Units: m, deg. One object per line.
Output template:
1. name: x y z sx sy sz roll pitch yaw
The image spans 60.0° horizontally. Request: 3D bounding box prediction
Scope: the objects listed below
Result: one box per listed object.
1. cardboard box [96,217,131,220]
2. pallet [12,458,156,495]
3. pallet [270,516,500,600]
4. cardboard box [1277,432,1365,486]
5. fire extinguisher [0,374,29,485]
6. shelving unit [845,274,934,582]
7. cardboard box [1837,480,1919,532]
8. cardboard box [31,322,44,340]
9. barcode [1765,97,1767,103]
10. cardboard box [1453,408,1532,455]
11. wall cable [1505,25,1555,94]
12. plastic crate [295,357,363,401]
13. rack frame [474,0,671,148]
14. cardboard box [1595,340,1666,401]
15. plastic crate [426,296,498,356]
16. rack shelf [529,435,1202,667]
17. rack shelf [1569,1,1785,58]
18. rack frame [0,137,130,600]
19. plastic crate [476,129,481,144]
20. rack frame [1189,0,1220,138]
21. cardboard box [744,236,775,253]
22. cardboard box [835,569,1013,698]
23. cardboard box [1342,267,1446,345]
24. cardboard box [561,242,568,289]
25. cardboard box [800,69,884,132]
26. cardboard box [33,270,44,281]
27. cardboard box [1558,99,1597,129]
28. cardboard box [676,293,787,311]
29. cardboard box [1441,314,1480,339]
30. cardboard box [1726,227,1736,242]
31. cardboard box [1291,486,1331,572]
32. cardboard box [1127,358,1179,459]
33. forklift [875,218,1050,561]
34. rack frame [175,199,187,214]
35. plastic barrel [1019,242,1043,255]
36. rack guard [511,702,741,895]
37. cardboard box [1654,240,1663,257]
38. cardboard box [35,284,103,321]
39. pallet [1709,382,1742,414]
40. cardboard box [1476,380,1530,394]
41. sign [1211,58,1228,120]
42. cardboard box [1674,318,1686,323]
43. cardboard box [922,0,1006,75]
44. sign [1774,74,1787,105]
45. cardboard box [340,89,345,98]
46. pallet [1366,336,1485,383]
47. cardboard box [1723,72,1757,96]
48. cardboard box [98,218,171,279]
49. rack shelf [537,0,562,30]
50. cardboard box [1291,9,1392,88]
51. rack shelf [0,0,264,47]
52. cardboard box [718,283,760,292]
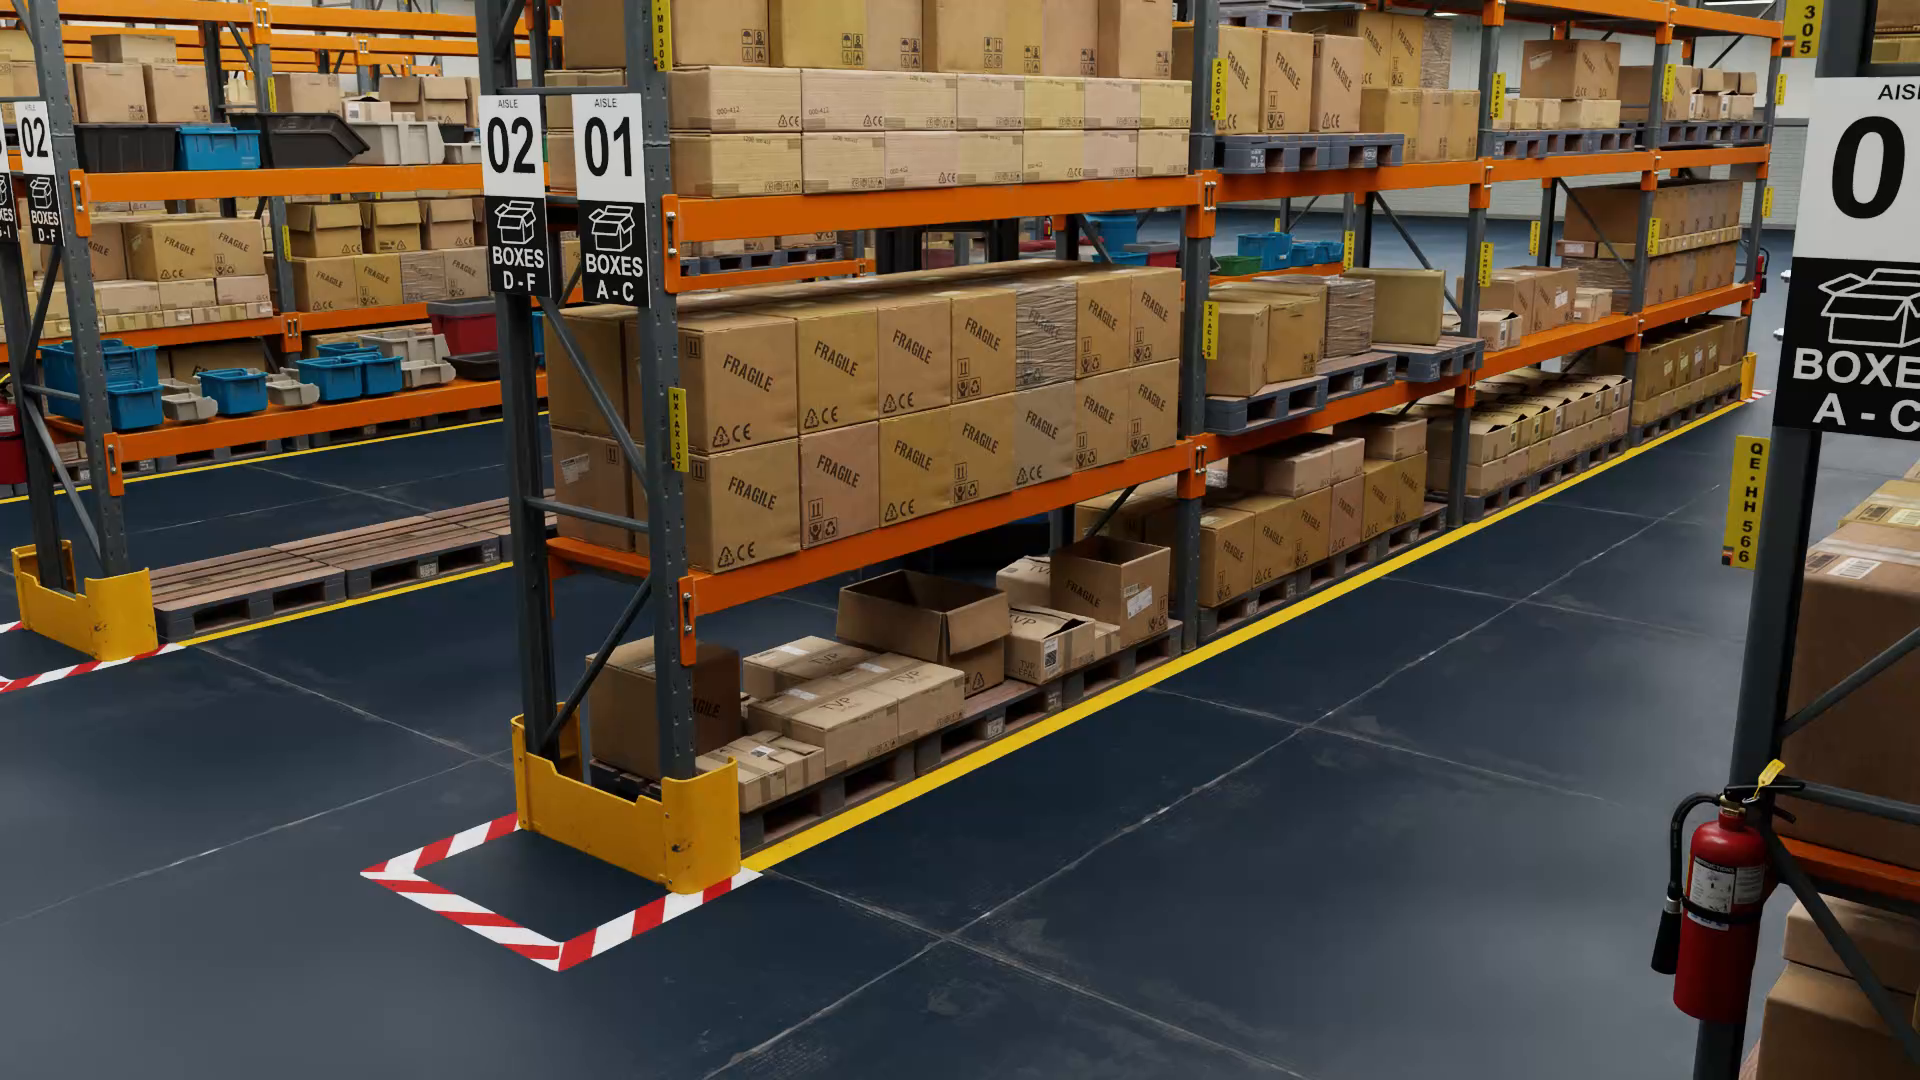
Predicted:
1. cardboard box: -10.068 -3.757 19.768 0.380 0.149 0.250 11 18 36
2. pallet: -8.011 -0.672 14.840 1.003 0.211 1.213 11 18 38
3. pallet: -4.052 0.108 11.771 1.003 0.211 1.213 11 18 38
4. cardboard box: 2.434 -0.566 11.419 0.500 0.250 0.500 11 18 36
5. fire extinguisher: -5.816 -0.683 10.132 0.296 0.674 0.183 11 18 38
6. shelving unit: -0.472 -0.721 11.196 0.503 2.100 0.431 -4 15 -15
7. cardboard box: 3.100 0.288 4.787 0.980 0.700 0.700 11 18 37
8. cardboard box: -7.934 -1.768 13.999 0.380 0.149 0.250 11 18 37
9. barcode: 8.724 -4.759 17.993 0.001 0.075 0.075 11 18 38
10. cardboard box: 4.392 -0.924 13.759 0.500 0.311 0.500 11 18 36
11. wall cable: 17.236 -16.186 51.153 2.305 6.003 0.169 11 18 38
12. plastic crate: -4.129 -1.056 10.905 0.416 0.233 0.300 11 18 38
13. rack frame: -1.517 -3.000 6.155 1.000 3.000 0.127 11 18 38
14. cardboard box: 6.560 -1.665 16.293 0.500 0.500 0.500 11 18 38
15. plastic crate: -3.610 -1.553 12.393 0.402 0.464 0.583 11 18 38
16. rack shelf: -0.260 -0.126 8.490 1.077 0.370 4.000 11 18 38
17. rack shelf: 7.282 -5.138 16.847 1.077 0.370 4.000 11 18 38
18. rack frame: -5.368 -0.859 9.914 1.000 3.000 0.127 11 18 38
19. plastic crate: -3.177 -2.774 11.700 0.416 0.233 0.300 11 18 38
20. rack frame: 0.997 -3.766 9.170 1.000 3.000 0.127 11 18 38
21. cardboard box: -2.696 -3.831 20.550 0.797 0.503 0.637 14 20 43
22. cardboard box: -0.180 0.499 8.743 0.797 0.503 0.637 11 18 38
23. cardboard box: 3.203 -1.738 12.317 0.700 0.500 0.500 5 15 19
24. cardboard box: -4.627 -2.979 18.054 0.500 0.500 0.500 11 18 37
25. cardboard box: -0.672 -1.868 7.082 0.500 0.250 0.500 11 18 38
26. cardboard box: -10.498 -2.966 18.717 0.380 0.149 0.250 11 18 37
27. cardboard box: 5.287 -3.753 14.663 0.500 0.250 0.500 9 17 32
28. cardboard box: -1.134 -0.850 7.642 0.500 0.500 0.500 12 18 39
29. cardboard box: 3.773 -1.644 13.183 0.500 0.311 0.500 13 19 41
30. cardboard box: 8.284 -3.366 18.261 0.380 0.149 0.250 12 18 39
31. cardboard box: 2.137 -0.113 11.160 0.500 0.500 0.500 12 18 38
32. cardboard box: 0.882 -0.771 9.363 0.500 0.500 0.500 12 18 38
33. forklift: -0.145 -1.586 12.914 1.130 2.935 3.031 -3 15 -11
34. rack frame: -11.900 -4.691 24.998 1.000 3.000 0.127 11 18 38
35. plastic barrel: 0.670 -2.851 17.476 0.433 0.535 0.433 0 14 0
36. rack guard: -1.469 1.105 7.258 1.175 0.500 0.348 11 18 38
37. cardboard box: 6.663 -2.872 16.317 0.380 0.149 0.250 11 18 36
38. cardboard box: -7.744 -2.044 14.279 0.500 0.250 0.500 11 18 36
39. pallet: 8.091 -1.652 18.696 1.003 0.211 1.213 11 18 38
40. cardboard box: 4.928 -1.298 15.233 0.500 0.311 0.500 11 18 36
41. sign: 1.424 -2.480 9.151 0.100 0.325 0.005 11 18 38
42. cardboard box: 7.716 -2.226 18.503 0.500 0.500 0.500 11 18 38
43. cardboard box: -0.209 -2.456 7.873 0.700 0.500 0.500 11 18 38
44. sign: 8.952 -4.914 18.145 0.100 0.325 0.005 11 18 38
45. cardboard box: -8.038 -5.700 21.120 0.396 0.266 0.258 11 18 38
46. pallet: 3.139 -1.391 12.394 1.213 0.211 1.003 11 18 38
47. cardboard box: 8.175 -4.822 18.073 0.797 0.503 0.637 13 19 41
48. cardboard box: -7.521 -2.682 15.264 0.500 0.500 0.500 11 18 38
49. rack shelf: -1.596 -4.374 13.836 1.077 0.370 4.000 11 18 38
50. cardboard box: 2.591 -3.333 11.326 0.500 0.500 0.500 11 18 38
51. rack shelf: -7.963 -4.374 13.838 1.077 0.370 4.000 11 18 38
52. cardboard box: -3.884 -4.342 27.084 0.875 0.875 0.875 11 18 37
